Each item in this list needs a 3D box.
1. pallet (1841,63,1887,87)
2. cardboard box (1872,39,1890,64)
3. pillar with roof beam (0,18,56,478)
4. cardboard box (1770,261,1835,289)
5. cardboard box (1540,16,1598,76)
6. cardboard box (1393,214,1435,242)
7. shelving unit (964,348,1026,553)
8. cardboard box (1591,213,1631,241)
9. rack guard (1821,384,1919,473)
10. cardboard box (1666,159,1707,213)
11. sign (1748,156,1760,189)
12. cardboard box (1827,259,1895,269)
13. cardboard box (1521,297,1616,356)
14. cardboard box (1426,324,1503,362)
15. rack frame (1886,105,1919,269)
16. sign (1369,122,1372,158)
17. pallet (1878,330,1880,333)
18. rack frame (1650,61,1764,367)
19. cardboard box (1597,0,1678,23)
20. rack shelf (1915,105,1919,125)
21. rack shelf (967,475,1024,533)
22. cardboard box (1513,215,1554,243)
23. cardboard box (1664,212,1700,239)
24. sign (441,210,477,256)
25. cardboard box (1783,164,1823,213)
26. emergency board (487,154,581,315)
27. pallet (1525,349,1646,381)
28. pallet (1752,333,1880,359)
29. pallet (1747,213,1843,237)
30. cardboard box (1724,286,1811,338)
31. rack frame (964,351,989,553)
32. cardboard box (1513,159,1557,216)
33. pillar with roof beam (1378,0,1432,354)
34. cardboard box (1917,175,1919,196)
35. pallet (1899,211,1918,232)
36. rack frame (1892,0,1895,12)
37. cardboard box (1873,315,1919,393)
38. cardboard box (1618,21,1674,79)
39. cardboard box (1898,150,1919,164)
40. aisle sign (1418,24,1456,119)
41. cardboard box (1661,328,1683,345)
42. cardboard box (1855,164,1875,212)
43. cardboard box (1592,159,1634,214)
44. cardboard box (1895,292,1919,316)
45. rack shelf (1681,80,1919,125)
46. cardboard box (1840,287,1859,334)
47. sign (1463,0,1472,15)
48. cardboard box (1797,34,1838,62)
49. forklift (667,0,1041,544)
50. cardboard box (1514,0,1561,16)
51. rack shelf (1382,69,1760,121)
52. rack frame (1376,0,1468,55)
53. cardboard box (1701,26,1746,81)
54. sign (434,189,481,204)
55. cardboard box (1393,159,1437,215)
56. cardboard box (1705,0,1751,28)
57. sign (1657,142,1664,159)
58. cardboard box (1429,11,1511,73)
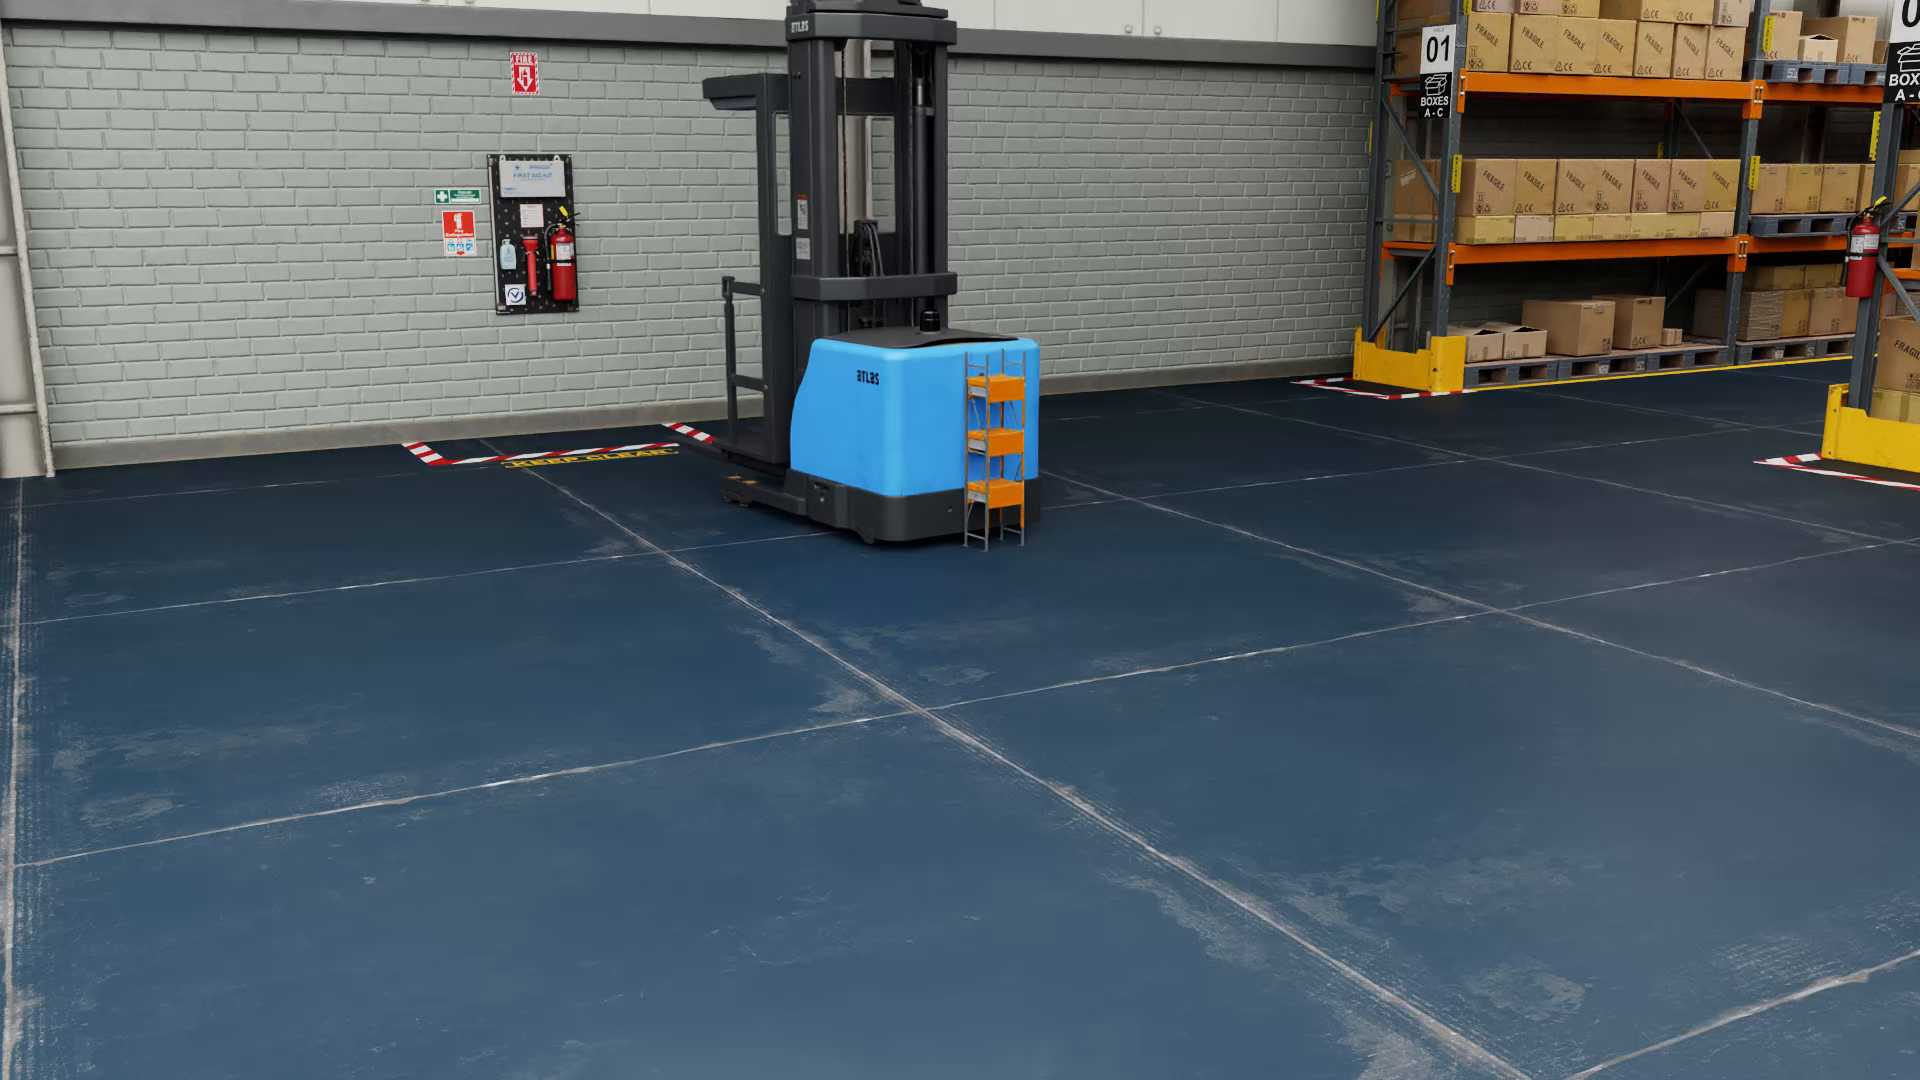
[{"bbox_3d":[9.130,-4.861,17.472,1.003,0.211,1.213,-7,14,-28],"label":"pallet"},{"bbox_3d":[9.956,-5.161,18.096,0.637,0.503,0.797,-5,14,-20],"label":"cardboard box"},{"bbox_3d":[-4.153,-3.989,6.339,0.400,9.000,9.100,-7,14,-28],"label":"pillar with roof beam"},{"bbox_3d":[9.106,-2.879,18.053,0.500,0.250,0.500,-7,15,-29],"label":"cardboard box"},{"bbox_3d":[5.472,-4.528,15.292,0.500,0.500,0.500,-6,14,-25],"label":"cardboard box"},{"bbox_3d":[4.434,-2.937,15.625,0.500,0.250,0.500,-7,14,-27],"label":"cardboard box"},{"bbox_3d":[0.184,-0.477,8.837,0.252,1.050,0.215,-9,16,-36],"label":"shelving unit"},{"bbox_3d":[6.041,-3.003,15.919,0.500,0.250,0.500,-7,14,-27],"label":"cardboard box"},{"bbox_3d":[6.473,-0.738,11.249,0.348,0.500,1.175,-7,14,-28],"label":"rack guard"},{"bbox_3d":[6.926,-3.474,16.304,0.500,0.500,0.500,-7,14,-28],"label":"cardboard box"},{"bbox_3d":[7.895,-3.653,16.540,0.005,0.325,0.100,-7,14,-28],"label":"sign"},{"bbox_3d":[10.001,-2.983,18.515,0.500,0.250,0.500,-7,14,-27],"label":"cardboard box"},{"bbox_3d":[5.936,-2.092,16.265,0.500,0.500,0.700,-8,15,-31],"label":"cardboard box"},{"bbox_3d":[4.767,-1.872,15.719,0.500,0.311,0.500,-9,15,-34],"label":"cardboard box"},{"bbox_3d":[11.139,-3.756,18.966,0.127,3.000,1.000,-7,14,-28],"label":"rack frame"},{"bbox_3d":[3.868,-3.742,15.549,0.005,0.325,0.100,-7,14,-28],"label":"sign"},{"bbox_3d":[10.452,-2.313,18.908,1.213,0.211,1.003,-7,14,-28],"label":"pallet"},{"bbox_3d":[7.628,-3.335,17.096,0.127,3.000,1.000,-7,14,-28],"label":"rack frame"},{"bbox_3d":[6.389,-5.123,15.659,0.500,0.500,0.500,-7,15,-30],"label":"cardboard box"},{"bbox_3d":[12.894,-5.079,19.650,4.000,0.370,1.077,-7,14,-28],"label":"rack shelf"},{"bbox_3d":[0.184,-0.195,8.900,0.240,0.259,0.215,-9,16,-36],"label":"rack shelf"},{"bbox_3d":[5.146,-2.898,15.451,0.500,0.250,0.500,-7,15,-30],"label":"cardboard box"},{"bbox_3d":[6.916,-3.112,16.403,0.500,0.250,0.500,-7,14,-28],"label":"cardboard box"},{"bbox_3d":[-3.672,-2.250,12.192,0.234,0.329,0.001,-7,14,-28],"label":"sign"},{"bbox_3d":[8.585,-3.703,17.500,0.500,0.500,0.700,-5,14,-22],"label":"cardboard box"},{"bbox_3d":[-3.137,-2.271,12.367,0.643,1.169,0.194,-7,14,-28],"label":"emergency board"},{"bbox_3d":[5.983,-1.768,16.483,1.213,0.211,1.003,-7,14,-28],"label":"pallet"},{"bbox_3d":[9.383,-2.186,18.341,1.213,0.211,1.003,-7,14,-28],"label":"pallet"},{"bbox_3d":[8.368,-3.294,17.349,1.213,0.211,1.003,-7,14,-28],"label":"pallet"},{"bbox_3d":[8.695,-2.475,17.965,0.500,0.500,0.700,-7,15,-29],"label":"cardboard box"},{"bbox_3d":[0.086,-0.461,8.766,0.008,1.050,0.200,-9,16,-36],"label":"rack frame"},{"bbox_3d":[5.118,-3.259,15.346,0.500,0.500,0.500,-7,14,-28],"label":"cardboard box"},{"bbox_3d":[6.380,-5.252,11.949,0.400,9.000,9.100,-7,14,-28],"label":"pillar with roof beam"},{"bbox_3d":[6.738,-2.402,11.245,0.250,0.149,0.380,-7,15,-29],"label":"cardboard box"},{"bbox_3d":[10.564,-3.567,18.562,1.003,0.211,1.213,-7,14,-28],"label":"pallet"},{"bbox_3d":[6.494,-4.887,10.327,0.127,3.000,1.000,-7,14,-28],"label":"rack frame"},{"bbox_3d":[6.822,-1.303,11.665,0.500,0.500,0.500,-7,14,-28],"label":"cardboard box"},{"bbox_3d":[6.385,-4.640,15.788,0.500,0.500,0.500,-7,15,-30],"label":"cardboard box"},{"bbox_3d":[10.575,-4.257,18.485,0.250,0.149,0.380,-10,16,-37],"label":"cardboard box"},{"bbox_3d":[4.197,-4.117,14.650,0.004,0.787,0.394,-7,14,-28],"label":"aisle sign"},{"bbox_3d":[7.173,-2.105,17.083,0.250,0.166,0.380,-9,16,-35],"label":"cardboard box"},{"bbox_3d":[9.648,-3.832,18.077,0.500,0.500,0.700,-7,14,-28],"label":"cardboard box"},{"bbox_3d":[6.022,-3.369,15.834,0.500,0.500,0.500,-6,14,-26],"label":"cardboard box"},{"bbox_3d":[10.532,-2.665,18.810,0.500,0.500,0.700,-7,14,-27],"label":"cardboard box"},{"bbox_3d":[9.383,-4.658,17.780,4.000,0.370,1.077,-7,14,-28],"label":"rack shelf"},{"bbox_3d":[9.601,-2.576,18.413,0.500,0.500,0.700,-7,14,-28],"label":"cardboard box"},{"bbox_3d":[4.377,-4.699,14.336,0.005,0.325,0.100,-7,14,-28],"label":"sign"},{"bbox_3d":[8.687,-5.067,17.205,0.500,0.311,0.500,-6,14,-26],"label":"cardboard box"},{"bbox_3d":[-0.815,-1.679,9.894,1.130,2.935,3.031,-9,15,-35],"label":"forklift"},{"bbox_3d":[5.036,-4.961,14.937,0.500,0.500,0.500,-7,14,-29],"label":"cardboard box"},{"bbox_3d":[5.872,-4.237,15.910,4.000,0.370,1.077,-7,14,-28],"label":"rack shelf"},{"bbox_3d":[4.117,-5.841,14.567,0.127,3.000,1.000,-7,14,-28],"label":"rack frame"},{"bbox_3d":[7.301,-4.756,16.304,0.500,0.500,0.500,-6,14,-26],"label":"cardboard box"},{"bbox_3d":[-3.663,-2.507,12.129,0.331,0.109,0.001,-7,14,-28],"label":"sign"},{"bbox_3d":[4.429,-3.307,15.560,0.500,0.500,0.500,-7,14,-28],"label":"cardboard box"},{"bbox_3d":[7.318,-5.240,16.177,0.500,0.500,0.500,-8,15,-33],"label":"cardboard box"},{"bbox_3d":[7.359,-4.006,17.442,0.005,0.325,0.100,-7,14,-28],"label":"sign"},{"bbox_3d":[4.530,-4.423,14.826,0.500,0.500,0.500,-6,14,-26],"label":"cardboard box"}]
